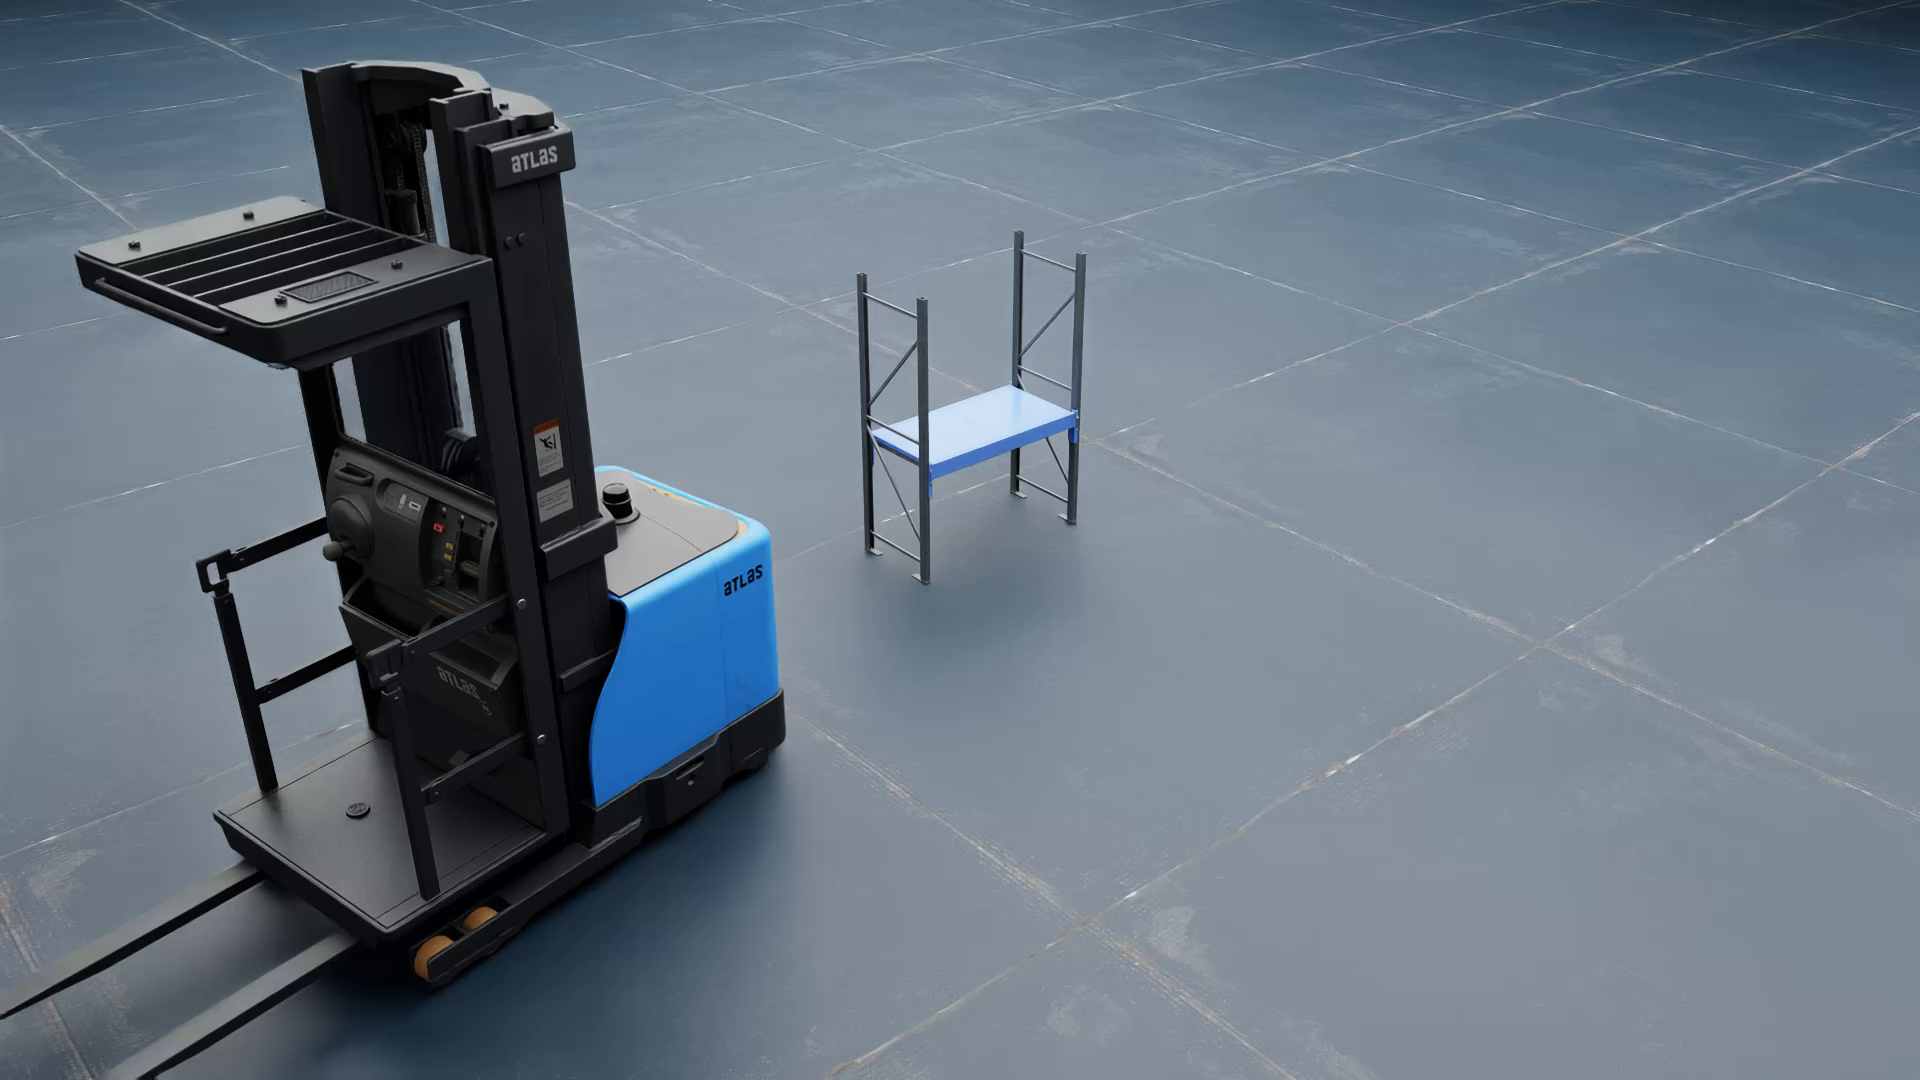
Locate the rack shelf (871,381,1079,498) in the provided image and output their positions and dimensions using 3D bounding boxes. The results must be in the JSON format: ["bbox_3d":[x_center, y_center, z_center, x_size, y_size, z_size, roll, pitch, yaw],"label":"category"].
[{"bbox_3d":[0.065,-0.529,8.530,1.000,0.185,0.538,-22,35,-35],"label":"rack shelf"}]

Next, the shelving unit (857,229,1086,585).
[{"bbox_3d":[0.065,-0.688,8.445,1.048,1.500,0.538,-22,35,-35],"label":"shelving unit"}]

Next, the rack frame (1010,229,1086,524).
[{"bbox_3d":[0.452,-0.843,8.736,0.032,1.500,0.500,-22,35,-35],"label":"rack frame"}]

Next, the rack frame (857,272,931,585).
[{"bbox_3d":[-0.322,-0.532,8.154,0.032,1.500,0.500,-22,35,-35],"label":"rack frame"}]

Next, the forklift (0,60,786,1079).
[{"bbox_3d":[-2.042,0.002,5.637,1.130,2.935,3.031,20,34,33],"label":"forklift"}]
